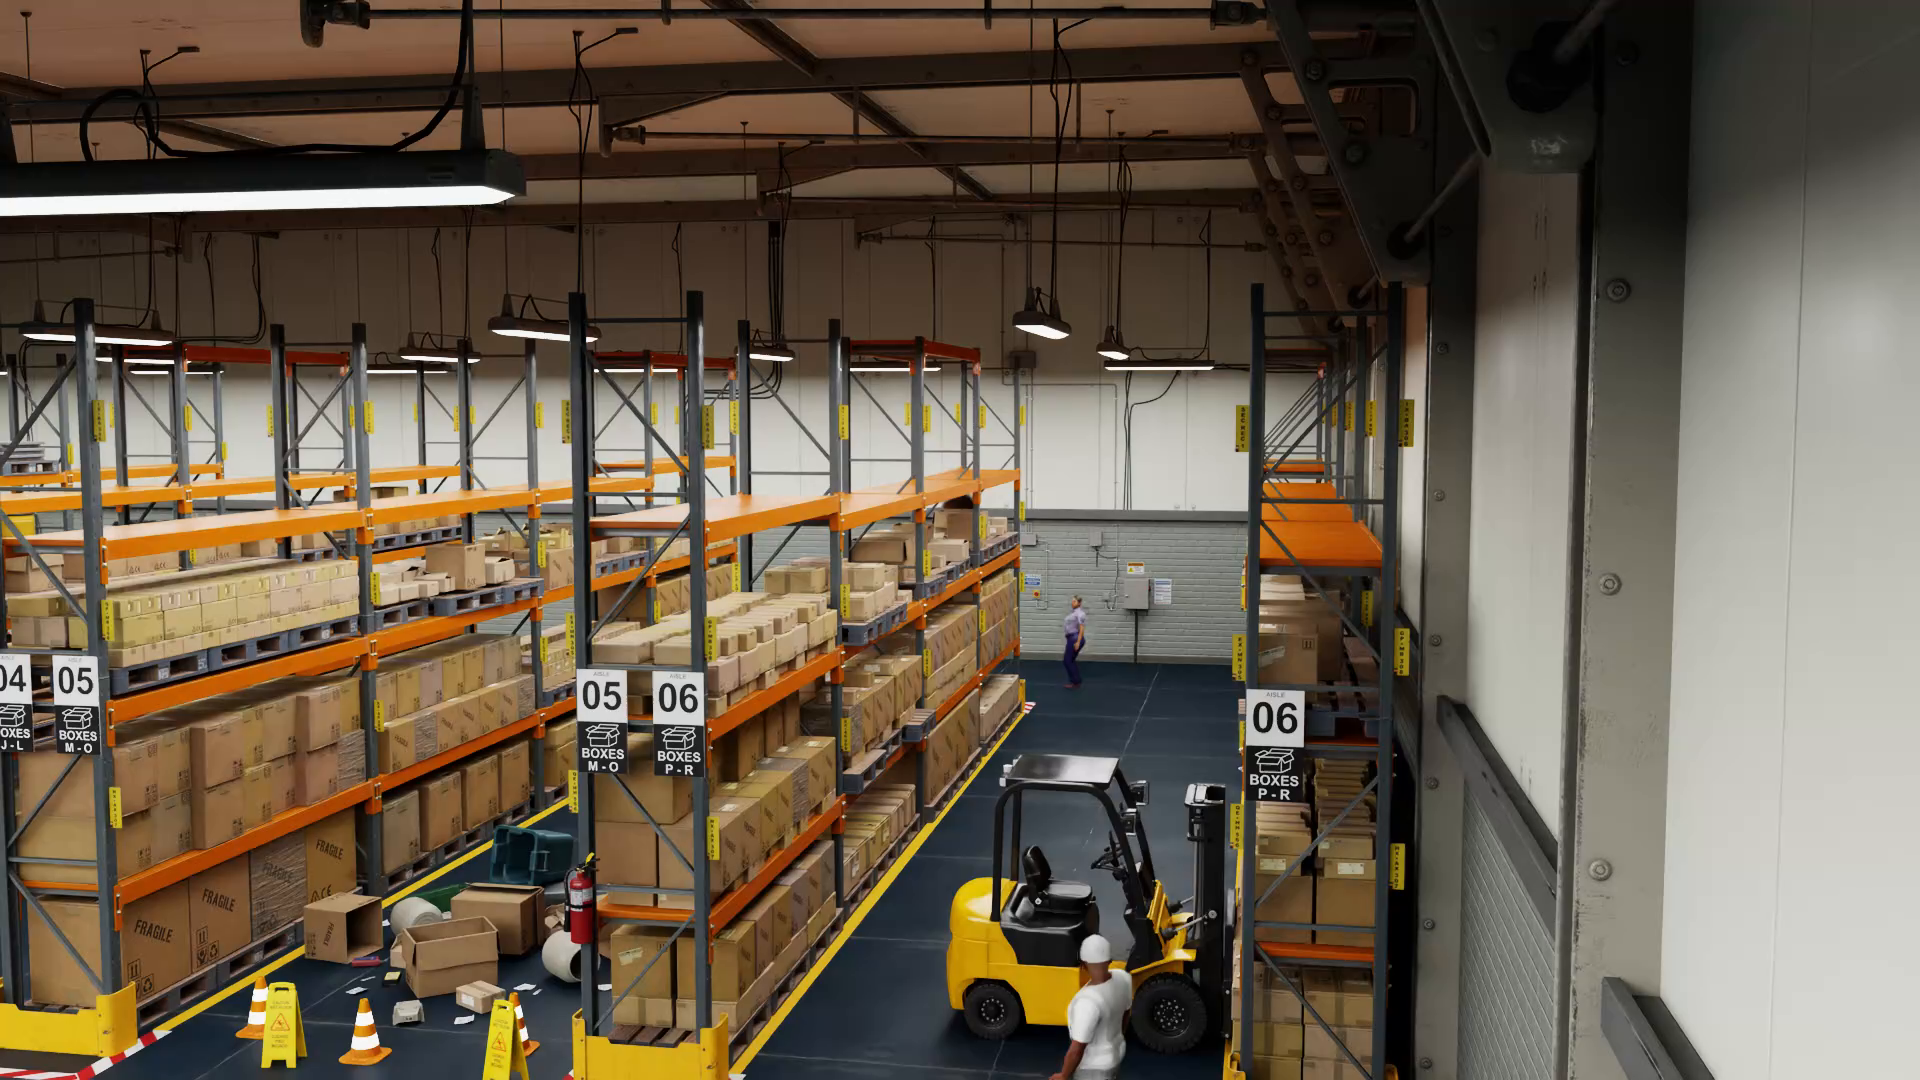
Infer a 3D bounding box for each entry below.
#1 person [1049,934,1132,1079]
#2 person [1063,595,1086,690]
[{"bbox_3d":[0.874,3.420,10.867,0.472,1.783,0.697,2,5,23],"label":"person"},{"bbox_3d":[1.974,1.805,28.812,0.397,1.686,0.583,0,5,1],"label":"person"}]
